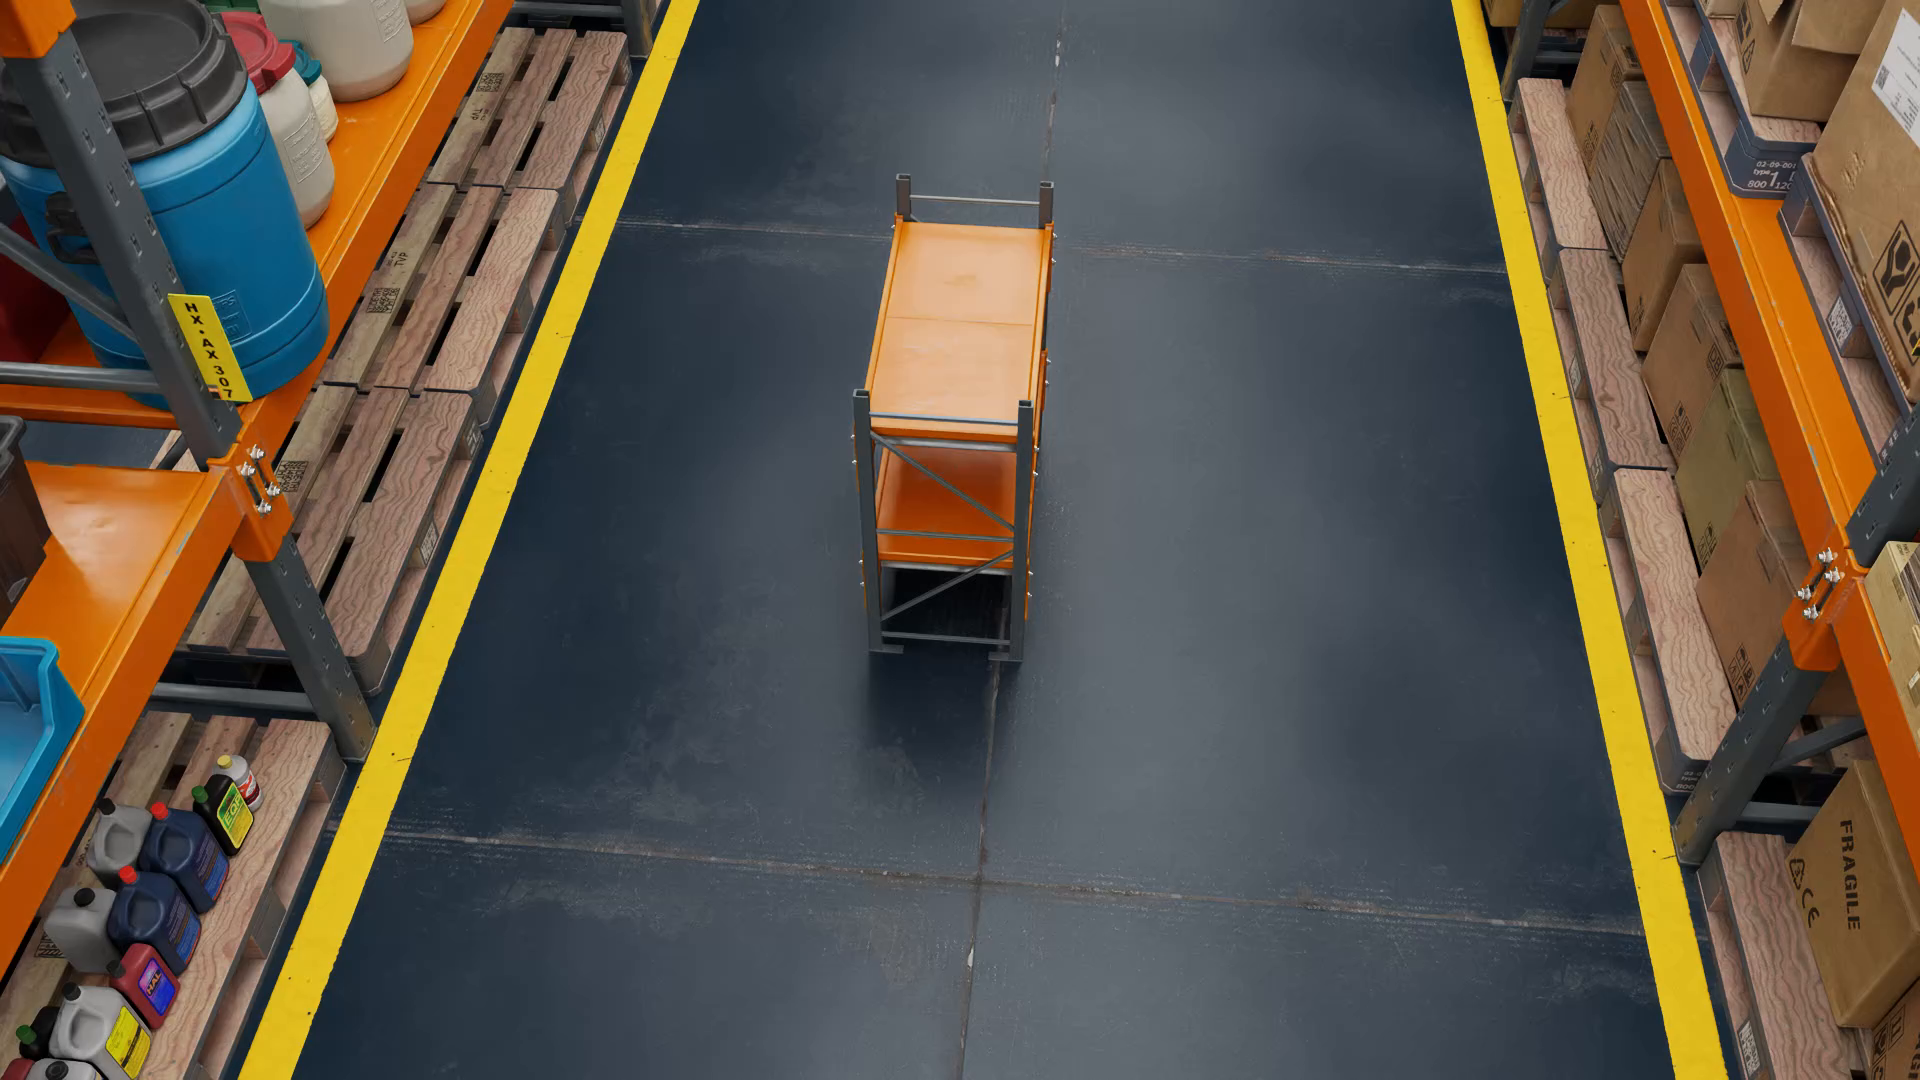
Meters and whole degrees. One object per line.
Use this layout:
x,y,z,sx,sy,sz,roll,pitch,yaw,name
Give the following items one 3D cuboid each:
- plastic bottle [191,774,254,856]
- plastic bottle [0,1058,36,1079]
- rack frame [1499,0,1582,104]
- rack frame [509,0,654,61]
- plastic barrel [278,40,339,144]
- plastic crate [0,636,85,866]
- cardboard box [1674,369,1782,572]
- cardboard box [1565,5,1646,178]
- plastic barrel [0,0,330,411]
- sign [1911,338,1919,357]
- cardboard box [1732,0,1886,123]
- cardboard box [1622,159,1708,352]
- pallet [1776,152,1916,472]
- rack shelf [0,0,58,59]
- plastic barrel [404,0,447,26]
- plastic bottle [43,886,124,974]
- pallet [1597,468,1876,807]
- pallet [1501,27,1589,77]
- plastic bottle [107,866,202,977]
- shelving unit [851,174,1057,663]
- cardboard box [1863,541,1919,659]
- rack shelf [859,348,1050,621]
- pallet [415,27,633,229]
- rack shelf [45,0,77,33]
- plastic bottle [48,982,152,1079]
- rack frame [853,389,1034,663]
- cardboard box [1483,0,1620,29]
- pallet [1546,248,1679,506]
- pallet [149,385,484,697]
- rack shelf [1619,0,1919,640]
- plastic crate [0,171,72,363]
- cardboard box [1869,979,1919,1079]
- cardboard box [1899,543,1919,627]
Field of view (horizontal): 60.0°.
-2.038,0.740,4.583,0.061,0.283,0.133,6,48,5,plastic bottle
-2.266,1.348,4.027,0.061,0.283,0.133,4,48,4,plastic bottle
2.974,-3.010,6.470,1.000,3.000,0.127,4,48,4,rack frame
-1.958,-3.343,6.775,1.000,3.000,0.127,4,48,4,rack frame
-2.049,-1.320,5.018,0.301,0.262,0.301,0,48,0,plastic barrel
-2.153,0.478,3.381,0.499,0.251,0.616,4,48,4,plastic crate
2.749,-0.175,5.273,0.700,0.500,0.500,4,48,3,cardboard box
2.933,-1.821,6.779,0.700,0.500,0.500,2,48,1,cardboard box
-1.986,-0.837,4.143,0.600,0.901,0.708,4,48,4,plastic barrel
2.057,-0.496,3.386,0.100,0.325,0.005,4,48,4,sign
2.676,-1.527,4.760,0.797,0.503,0.637,8,48,8,cardboard box
2.850,-0.996,6.024,0.700,0.500,0.500,7,48,7,cardboard box
2.824,-0.558,4.358,1.003,0.211,1.213,4,48,4,pallet
-2.505,0.296,1.901,1.077,0.370,4.000,4,48,4,rack shelf
-1.911,-1.995,5.450,0.433,0.535,0.433,0,48,0,plastic barrel
-2.262,1.009,4.342,0.152,0.276,0.135,4,48,4,plastic bottle
2.679,0.298,5.334,1.003,0.211,1.213,4,48,4,pallet
3.121,-2.643,8.025,1.003,0.211,1.213,4,48,4,pallet
-2.112,0.975,4.322,0.144,0.351,0.185,2,48,2,plastic bottle
0.001,-0.385,5.339,0.538,1.125,1.048,4,48,4,shelving unit
2.291,0.152,3.749,0.380,0.149,0.250,4,48,4,cardboard box
0.001,-0.220,5.520,0.538,0.278,1.000,4,48,4,rack shelf
-2.067,-1.835,7.286,1.003,0.211,1.213,4,48,4,pallet
-2.140,-2.643,4.589,1.077,0.370,4.000,4,48,4,rack shelf
-2.141,1.213,4.105,0.144,0.351,0.185,4,48,3,plastic bottle
-0.046,-0.011,4.998,0.500,1.125,0.032,4,48,4,rack frame
3.058,-2.941,7.562,1.225,0.875,0.875,2,48,2,cardboard box
2.788,-0.601,6.157,1.003,0.211,1.213,4,48,4,pallet
-2.290,-0.042,5.646,1.003,0.211,1.213,4,48,4,pallet
2.792,-1.298,5.392,1.077,0.370,4.000,4,48,4,rack shelf
-2.583,-0.802,4.407,0.402,0.464,0.583,4,48,4,plastic crate
2.489,1.344,3.898,0.500,0.500,0.500,18,50,16,cardboard box
2.507,0.122,3.337,0.875,0.500,0.500,4,48,4,cardboard box
